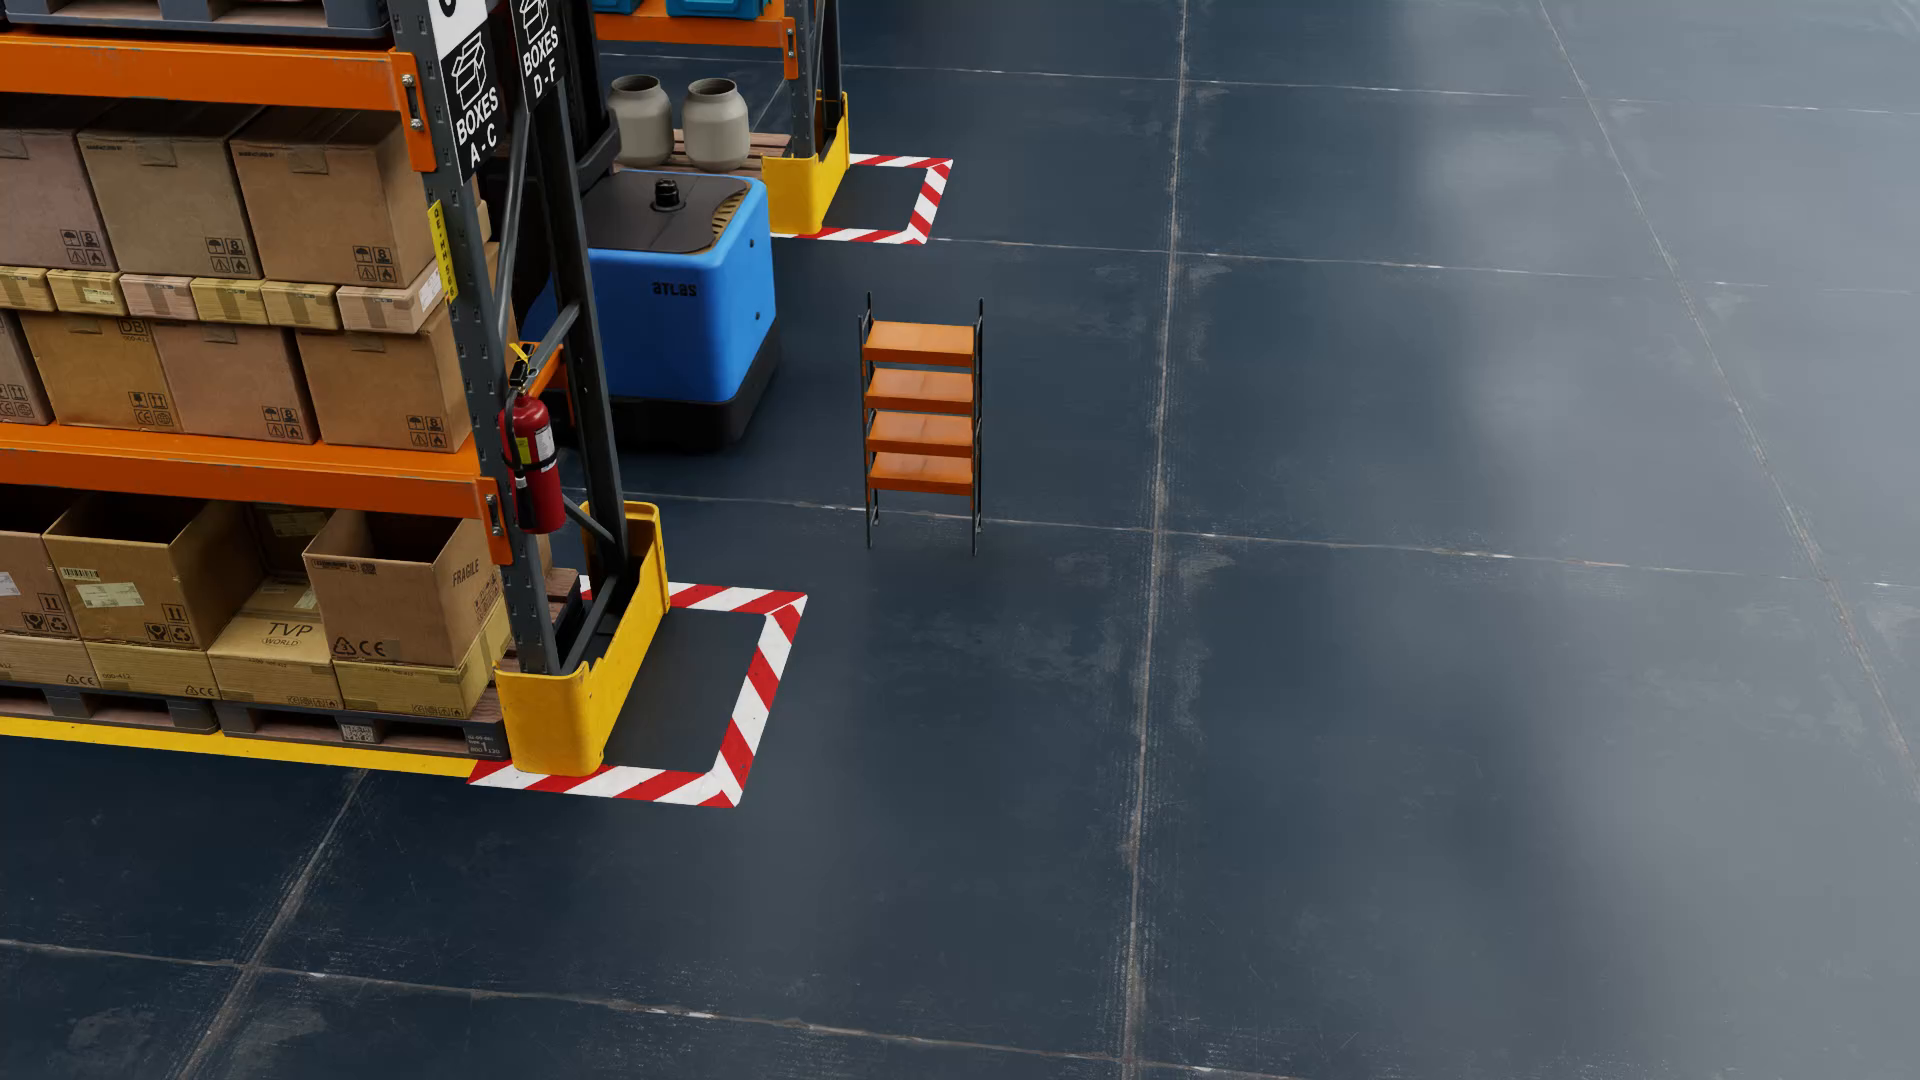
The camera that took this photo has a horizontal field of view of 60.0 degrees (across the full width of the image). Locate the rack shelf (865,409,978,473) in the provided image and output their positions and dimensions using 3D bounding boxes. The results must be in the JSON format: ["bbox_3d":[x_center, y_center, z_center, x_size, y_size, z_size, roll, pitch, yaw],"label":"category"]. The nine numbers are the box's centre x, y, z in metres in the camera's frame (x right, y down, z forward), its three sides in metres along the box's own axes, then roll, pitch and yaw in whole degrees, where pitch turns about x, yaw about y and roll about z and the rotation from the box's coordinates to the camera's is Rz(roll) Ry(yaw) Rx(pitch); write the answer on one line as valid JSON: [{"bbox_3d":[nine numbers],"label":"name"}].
[{"bbox_3d":[-0.164,-0.446,7.458,0.480,0.148,0.258,4,36,6],"label":"rack shelf"}]

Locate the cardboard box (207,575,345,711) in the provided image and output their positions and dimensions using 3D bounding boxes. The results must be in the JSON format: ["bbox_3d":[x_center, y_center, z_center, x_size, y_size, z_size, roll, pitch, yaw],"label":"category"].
[{"bbox_3d":[-2.608,0.403,6.609,0.500,0.250,0.500,4,36,6],"label":"cardboard box"}]

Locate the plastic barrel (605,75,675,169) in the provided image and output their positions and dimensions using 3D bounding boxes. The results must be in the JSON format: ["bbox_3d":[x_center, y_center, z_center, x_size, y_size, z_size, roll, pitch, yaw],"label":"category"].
[{"bbox_3d":[-2.067,-2.700,10.731,0.421,0.512,0.421,0,36,0],"label":"plastic barrel"}]

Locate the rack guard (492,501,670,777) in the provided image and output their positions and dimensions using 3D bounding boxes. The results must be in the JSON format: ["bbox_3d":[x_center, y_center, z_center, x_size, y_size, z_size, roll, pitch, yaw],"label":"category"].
[{"bbox_3d":[-1.518,0.373,6.797,0.348,0.500,1.175,4,36,6],"label":"rack guard"}]

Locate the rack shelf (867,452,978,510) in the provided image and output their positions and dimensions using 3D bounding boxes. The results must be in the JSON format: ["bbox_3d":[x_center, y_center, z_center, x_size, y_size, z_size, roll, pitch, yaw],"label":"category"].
[{"bbox_3d":[-0.164,-0.284,7.573,0.480,0.148,0.258,4,36,6],"label":"rack shelf"}]

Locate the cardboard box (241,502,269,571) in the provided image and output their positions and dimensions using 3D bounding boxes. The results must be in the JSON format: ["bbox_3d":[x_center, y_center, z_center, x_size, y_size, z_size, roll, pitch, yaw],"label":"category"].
[{"bbox_3d":[-3.039,-0.236,6.859,0.500,0.500,0.500,4,36,6],"label":"cardboard box"}]

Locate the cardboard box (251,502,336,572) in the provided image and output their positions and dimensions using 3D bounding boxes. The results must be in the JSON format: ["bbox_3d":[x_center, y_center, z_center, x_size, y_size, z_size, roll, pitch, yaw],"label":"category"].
[{"bbox_3d":[-2.541,-0.207,6.817,0.500,0.500,0.500,4,36,6],"label":"cardboard box"}]

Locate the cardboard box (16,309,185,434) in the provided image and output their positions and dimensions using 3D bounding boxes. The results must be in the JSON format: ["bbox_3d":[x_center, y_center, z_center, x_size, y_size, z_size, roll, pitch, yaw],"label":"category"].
[{"bbox_3d":[-3.016,-0.805,6.209,0.500,0.500,0.700,4,36,6],"label":"cardboard box"}]

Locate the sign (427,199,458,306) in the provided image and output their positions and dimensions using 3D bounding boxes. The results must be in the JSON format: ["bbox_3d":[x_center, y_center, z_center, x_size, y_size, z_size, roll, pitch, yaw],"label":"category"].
[{"bbox_3d":[-1.624,-0.902,5.231,0.005,0.325,0.100,4,36,6],"label":"sign"}]

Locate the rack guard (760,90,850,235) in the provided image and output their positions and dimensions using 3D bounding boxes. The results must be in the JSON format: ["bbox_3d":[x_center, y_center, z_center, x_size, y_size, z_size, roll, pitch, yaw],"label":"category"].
[{"bbox_3d":[-0.988,-2.461,10.768,0.348,0.500,1.175,4,36,6],"label":"rack guard"}]

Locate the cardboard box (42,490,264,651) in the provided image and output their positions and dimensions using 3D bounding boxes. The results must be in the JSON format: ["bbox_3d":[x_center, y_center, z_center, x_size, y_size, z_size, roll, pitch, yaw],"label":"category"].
[{"bbox_3d":[-3.105,0.063,6.439,0.500,0.500,0.500,4,36,6],"label":"cardboard box"}]

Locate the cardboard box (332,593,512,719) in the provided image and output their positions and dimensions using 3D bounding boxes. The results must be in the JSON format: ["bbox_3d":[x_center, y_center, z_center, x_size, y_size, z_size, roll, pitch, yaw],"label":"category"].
[{"bbox_3d":[-2.111,0.433,6.567,0.500,0.250,0.500,4,36,6],"label":"cardboard box"}]

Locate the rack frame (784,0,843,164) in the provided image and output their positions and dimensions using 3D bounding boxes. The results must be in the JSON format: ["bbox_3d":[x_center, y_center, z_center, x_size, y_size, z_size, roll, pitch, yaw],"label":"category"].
[{"bbox_3d":[-0.907,-3.500,10.072,0.127,3.000,1.000,4,36,6],"label":"rack frame"}]

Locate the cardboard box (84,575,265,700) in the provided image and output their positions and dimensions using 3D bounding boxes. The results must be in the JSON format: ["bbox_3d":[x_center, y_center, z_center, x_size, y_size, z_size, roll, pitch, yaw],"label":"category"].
[{"bbox_3d":[-3.105,0.367,6.659,0.500,0.250,0.500,4,36,6],"label":"cardboard box"}]

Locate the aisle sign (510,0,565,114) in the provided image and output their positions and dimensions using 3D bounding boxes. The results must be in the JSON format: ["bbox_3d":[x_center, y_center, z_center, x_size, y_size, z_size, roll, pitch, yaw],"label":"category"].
[{"bbox_3d":[-1.437,-1.876,5.558,0.004,0.787,0.394,4,36,6],"label":"aisle sign"}]

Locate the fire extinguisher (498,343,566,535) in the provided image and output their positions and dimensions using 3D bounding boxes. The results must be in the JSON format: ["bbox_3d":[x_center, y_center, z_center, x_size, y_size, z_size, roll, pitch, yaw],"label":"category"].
[{"bbox_3d":[-1.483,-0.338,5.708,0.183,0.674,0.296,4,36,6],"label":"fire extinguisher"}]

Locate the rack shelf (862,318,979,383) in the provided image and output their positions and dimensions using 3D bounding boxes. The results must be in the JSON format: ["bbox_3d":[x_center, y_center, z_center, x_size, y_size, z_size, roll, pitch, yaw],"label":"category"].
[{"bbox_3d":[-0.164,-0.820,7.190,0.480,0.148,0.258,4,36,6],"label":"rack shelf"}]

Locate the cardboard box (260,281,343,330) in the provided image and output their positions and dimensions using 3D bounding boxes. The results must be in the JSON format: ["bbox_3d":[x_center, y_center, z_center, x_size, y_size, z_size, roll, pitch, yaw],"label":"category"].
[{"bbox_3d":[-2.205,-0.888,5.767,0.250,0.149,0.380,5,36,7],"label":"cardboard box"}]

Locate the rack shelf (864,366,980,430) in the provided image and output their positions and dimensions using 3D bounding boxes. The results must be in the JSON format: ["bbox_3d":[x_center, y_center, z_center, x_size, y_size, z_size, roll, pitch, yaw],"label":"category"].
[{"bbox_3d":[-0.164,-0.628,7.328,0.480,0.148,0.258,4,36,6],"label":"rack shelf"}]

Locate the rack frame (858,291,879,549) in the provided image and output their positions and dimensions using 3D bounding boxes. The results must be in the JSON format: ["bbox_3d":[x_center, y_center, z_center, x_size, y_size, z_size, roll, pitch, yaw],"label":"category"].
[{"bbox_3d":[-0.406,-0.519,7.444,0.015,1.200,0.240,4,36,6],"label":"rack frame"}]

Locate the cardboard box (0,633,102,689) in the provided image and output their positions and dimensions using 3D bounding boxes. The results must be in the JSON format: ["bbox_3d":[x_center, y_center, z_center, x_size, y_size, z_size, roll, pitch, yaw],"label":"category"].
[{"bbox_3d":[-3.600,0.329,6.713,0.500,0.250,0.500,4,36,6],"label":"cardboard box"}]

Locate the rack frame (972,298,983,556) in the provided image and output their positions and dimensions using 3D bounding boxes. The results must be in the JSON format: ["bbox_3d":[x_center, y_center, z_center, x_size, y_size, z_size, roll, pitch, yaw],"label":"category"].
[{"bbox_3d":[0.078,-0.483,7.393,0.015,1.200,0.240,4,36,6],"label":"rack frame"}]

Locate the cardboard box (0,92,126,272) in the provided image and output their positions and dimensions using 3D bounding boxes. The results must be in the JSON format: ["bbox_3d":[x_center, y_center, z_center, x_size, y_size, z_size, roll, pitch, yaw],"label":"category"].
[{"bbox_3d":[-3.078,-1.333,5.833,0.500,0.500,0.700,4,36,6],"label":"cardboard box"}]

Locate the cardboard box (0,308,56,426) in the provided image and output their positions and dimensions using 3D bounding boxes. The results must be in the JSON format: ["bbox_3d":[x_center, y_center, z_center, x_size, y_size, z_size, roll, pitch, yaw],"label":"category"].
[{"bbox_3d":[-3.539,-0.842,6.261,0.500,0.500,0.700,5,36,7],"label":"cardboard box"}]

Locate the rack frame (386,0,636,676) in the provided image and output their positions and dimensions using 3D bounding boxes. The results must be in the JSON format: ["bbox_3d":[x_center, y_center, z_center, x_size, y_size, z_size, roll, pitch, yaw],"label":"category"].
[{"bbox_3d":[-1.541,-0.646,6.073,0.127,3.000,1.000,4,36,6],"label":"rack frame"}]

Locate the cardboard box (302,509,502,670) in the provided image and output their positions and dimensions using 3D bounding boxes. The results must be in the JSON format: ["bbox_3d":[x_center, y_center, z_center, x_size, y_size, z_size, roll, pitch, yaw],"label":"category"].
[{"bbox_3d":[-2.111,0.129,6.347,0.500,0.500,0.500,4,36,6],"label":"cardboard box"}]

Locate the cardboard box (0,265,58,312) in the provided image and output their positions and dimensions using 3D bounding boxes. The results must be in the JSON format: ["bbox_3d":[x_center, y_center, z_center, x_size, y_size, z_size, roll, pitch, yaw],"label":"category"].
[{"bbox_3d":[-3.229,-0.964,5.874,0.250,0.149,0.380,5,36,7],"label":"cardboard box"}]

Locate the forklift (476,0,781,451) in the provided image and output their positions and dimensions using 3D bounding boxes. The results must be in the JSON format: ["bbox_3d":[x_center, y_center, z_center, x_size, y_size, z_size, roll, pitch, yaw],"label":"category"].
[{"bbox_3d":[-2.533,-2.029,8.070,3.031,2.935,1.130,5,36,7],"label":"forklift"}]

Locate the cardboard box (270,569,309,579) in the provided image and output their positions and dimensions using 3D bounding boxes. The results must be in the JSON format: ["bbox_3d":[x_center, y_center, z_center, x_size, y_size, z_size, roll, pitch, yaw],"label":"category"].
[{"bbox_3d":[-2.541,0.100,7.034,0.500,0.250,0.500,4,36,6],"label":"cardboard box"}]

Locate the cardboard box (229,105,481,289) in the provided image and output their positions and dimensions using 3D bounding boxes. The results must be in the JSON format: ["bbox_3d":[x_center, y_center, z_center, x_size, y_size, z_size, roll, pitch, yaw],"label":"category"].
[{"bbox_3d":[-2.055,-1.261,5.731,0.500,0.500,0.700,4,36,6],"label":"cardboard box"}]

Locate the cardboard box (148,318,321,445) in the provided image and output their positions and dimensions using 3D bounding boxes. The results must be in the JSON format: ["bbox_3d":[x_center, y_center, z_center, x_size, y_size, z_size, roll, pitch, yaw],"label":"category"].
[{"bbox_3d":[-2.524,-0.765,6.153,0.500,0.500,0.700,5,36,7],"label":"cardboard box"}]

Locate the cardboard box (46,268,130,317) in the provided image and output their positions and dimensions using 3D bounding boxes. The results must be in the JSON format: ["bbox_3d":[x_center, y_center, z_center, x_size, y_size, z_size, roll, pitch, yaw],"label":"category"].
[{"bbox_3d":[-2.968,-0.946,5.848,0.250,0.149,0.380,5,36,7],"label":"cardboard box"}]

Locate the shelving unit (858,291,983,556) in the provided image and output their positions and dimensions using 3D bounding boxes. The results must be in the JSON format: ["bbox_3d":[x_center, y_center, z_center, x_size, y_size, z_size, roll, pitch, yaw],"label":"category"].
[{"bbox_3d":[-0.164,-0.501,7.419,0.503,1.200,0.258,4,36,6],"label":"shelving unit"}]

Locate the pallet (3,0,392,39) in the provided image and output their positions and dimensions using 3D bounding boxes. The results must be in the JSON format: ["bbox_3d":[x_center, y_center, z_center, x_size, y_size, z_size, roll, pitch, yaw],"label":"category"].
[{"bbox_3d":[-2.239,-1.898,5.322,1.213,0.211,1.003,4,36,6],"label":"pallet"}]

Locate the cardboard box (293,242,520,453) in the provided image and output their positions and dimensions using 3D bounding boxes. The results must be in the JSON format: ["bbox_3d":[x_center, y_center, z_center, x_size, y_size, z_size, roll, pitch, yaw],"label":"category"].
[{"bbox_3d":[-2.003,-0.729,6.103,0.500,0.500,0.700,4,36,6],"label":"cardboard box"}]

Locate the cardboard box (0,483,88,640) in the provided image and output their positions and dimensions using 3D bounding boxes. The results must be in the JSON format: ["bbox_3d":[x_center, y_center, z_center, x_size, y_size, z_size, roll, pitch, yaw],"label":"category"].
[{"bbox_3d":[-3.601,0.026,6.492,0.500,0.500,0.500,4,36,6],"label":"cardboard box"}]

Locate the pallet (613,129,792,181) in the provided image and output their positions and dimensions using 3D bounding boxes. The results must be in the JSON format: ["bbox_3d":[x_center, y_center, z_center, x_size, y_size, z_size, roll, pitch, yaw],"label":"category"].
[{"bbox_3d":[-1.793,-2.406,10.940,1.213,0.211,1.003,4,36,6],"label":"pallet"}]

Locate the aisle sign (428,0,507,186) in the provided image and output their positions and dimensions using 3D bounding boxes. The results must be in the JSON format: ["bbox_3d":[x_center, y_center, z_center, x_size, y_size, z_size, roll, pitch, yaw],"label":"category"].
[{"bbox_3d":[-1.514,-1.530,5.074,0.004,0.787,0.394,4,36,6],"label":"aisle sign"}]

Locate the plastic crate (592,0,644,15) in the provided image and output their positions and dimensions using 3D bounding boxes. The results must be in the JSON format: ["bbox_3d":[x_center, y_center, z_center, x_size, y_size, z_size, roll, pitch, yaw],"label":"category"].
[{"bbox_3d":[-2.085,-3.355,9.997,0.408,0.251,0.499,4,36,6],"label":"plastic crate"}]

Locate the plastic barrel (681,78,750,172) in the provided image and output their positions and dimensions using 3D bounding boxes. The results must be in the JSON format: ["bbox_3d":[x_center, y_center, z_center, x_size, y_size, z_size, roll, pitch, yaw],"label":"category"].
[{"bbox_3d":[-1.569,-2.663,10.679,0.421,0.512,0.421,0,36,0],"label":"plastic barrel"}]

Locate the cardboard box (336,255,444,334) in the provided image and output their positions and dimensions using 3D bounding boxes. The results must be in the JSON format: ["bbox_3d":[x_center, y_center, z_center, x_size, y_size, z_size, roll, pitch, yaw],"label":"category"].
[{"bbox_3d":[-1.945,-0.869,5.741,0.250,0.149,0.380,4,36,5],"label":"cardboard box"}]

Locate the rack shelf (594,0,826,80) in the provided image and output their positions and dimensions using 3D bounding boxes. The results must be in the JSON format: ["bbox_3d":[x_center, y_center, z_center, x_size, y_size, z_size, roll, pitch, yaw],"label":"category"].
[{"bbox_3d":[-2.891,-3.355,10.488,4.000,0.370,1.077,4,36,6],"label":"rack shelf"}]

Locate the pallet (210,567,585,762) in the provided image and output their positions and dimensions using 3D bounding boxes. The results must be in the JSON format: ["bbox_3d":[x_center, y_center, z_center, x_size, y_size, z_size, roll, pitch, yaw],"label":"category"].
[{"bbox_3d":[-2.305,0.457,6.929,1.213,0.211,1.003,4,36,6],"label":"pallet"}]

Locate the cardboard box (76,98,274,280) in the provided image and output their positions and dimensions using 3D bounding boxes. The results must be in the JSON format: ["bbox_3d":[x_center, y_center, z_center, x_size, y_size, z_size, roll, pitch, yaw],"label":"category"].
[{"bbox_3d":[-2.578,-1.296,5.781,0.500,0.500,0.700,3,36,5],"label":"cardboard box"}]

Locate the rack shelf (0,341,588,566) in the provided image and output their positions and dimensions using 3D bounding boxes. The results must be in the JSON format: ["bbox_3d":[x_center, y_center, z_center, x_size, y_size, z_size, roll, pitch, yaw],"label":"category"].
[{"bbox_3d":[-3.525,-0.501,6.489,4.000,0.370,1.077,4,36,6],"label":"rack shelf"}]

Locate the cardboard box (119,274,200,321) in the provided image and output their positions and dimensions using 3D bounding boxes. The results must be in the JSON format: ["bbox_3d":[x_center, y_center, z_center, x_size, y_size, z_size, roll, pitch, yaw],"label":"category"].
[{"bbox_3d":[-2.707,-0.927,5.822,0.250,0.149,0.380,5,36,7],"label":"cardboard box"}]

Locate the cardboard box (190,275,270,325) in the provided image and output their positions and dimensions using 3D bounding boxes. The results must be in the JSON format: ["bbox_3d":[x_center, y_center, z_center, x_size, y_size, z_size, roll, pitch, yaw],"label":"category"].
[{"bbox_3d":[-2.458,-0.907,5.794,0.250,0.149,0.380,4,36,5],"label":"cardboard box"}]

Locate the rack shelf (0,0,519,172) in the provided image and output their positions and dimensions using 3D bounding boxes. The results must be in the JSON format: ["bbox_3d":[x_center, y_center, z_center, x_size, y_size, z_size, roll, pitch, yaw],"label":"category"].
[{"bbox_3d":[-3.525,-1.722,5.618,4.000,0.370,1.077,4,36,6],"label":"rack shelf"}]

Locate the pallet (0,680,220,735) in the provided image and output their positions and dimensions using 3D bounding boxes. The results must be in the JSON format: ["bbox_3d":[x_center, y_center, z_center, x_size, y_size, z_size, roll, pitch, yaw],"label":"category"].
[{"bbox_3d":[-3.512,0.365,7.057,1.213,0.211,1.003,4,36,6],"label":"pallet"}]

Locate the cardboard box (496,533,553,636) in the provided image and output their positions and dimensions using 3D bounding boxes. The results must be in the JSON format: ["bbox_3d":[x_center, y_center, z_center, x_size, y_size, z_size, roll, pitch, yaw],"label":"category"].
[{"bbox_3d":[-2.045,0.134,6.985,0.500,0.250,0.500,4,36,6],"label":"cardboard box"}]

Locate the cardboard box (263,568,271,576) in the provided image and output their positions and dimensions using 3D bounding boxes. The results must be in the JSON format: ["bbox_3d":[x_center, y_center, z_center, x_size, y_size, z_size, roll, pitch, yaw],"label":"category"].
[{"bbox_3d":[-3.037,0.062,7.086,0.500,0.250,0.500,4,36,6],"label":"cardboard box"}]

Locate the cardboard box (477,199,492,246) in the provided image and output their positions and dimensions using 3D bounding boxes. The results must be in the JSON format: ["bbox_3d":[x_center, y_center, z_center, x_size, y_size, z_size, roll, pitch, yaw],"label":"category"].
[{"bbox_3d":[-1.903,-1.104,6.070,0.250,0.149,0.380,4,36,6],"label":"cardboard box"}]

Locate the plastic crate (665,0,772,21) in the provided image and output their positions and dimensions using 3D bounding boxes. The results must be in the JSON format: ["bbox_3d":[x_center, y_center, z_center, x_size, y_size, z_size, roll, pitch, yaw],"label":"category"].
[{"bbox_3d":[-1.441,-3.304,9.925,0.616,0.251,0.499,4,36,6],"label":"plastic crate"}]
